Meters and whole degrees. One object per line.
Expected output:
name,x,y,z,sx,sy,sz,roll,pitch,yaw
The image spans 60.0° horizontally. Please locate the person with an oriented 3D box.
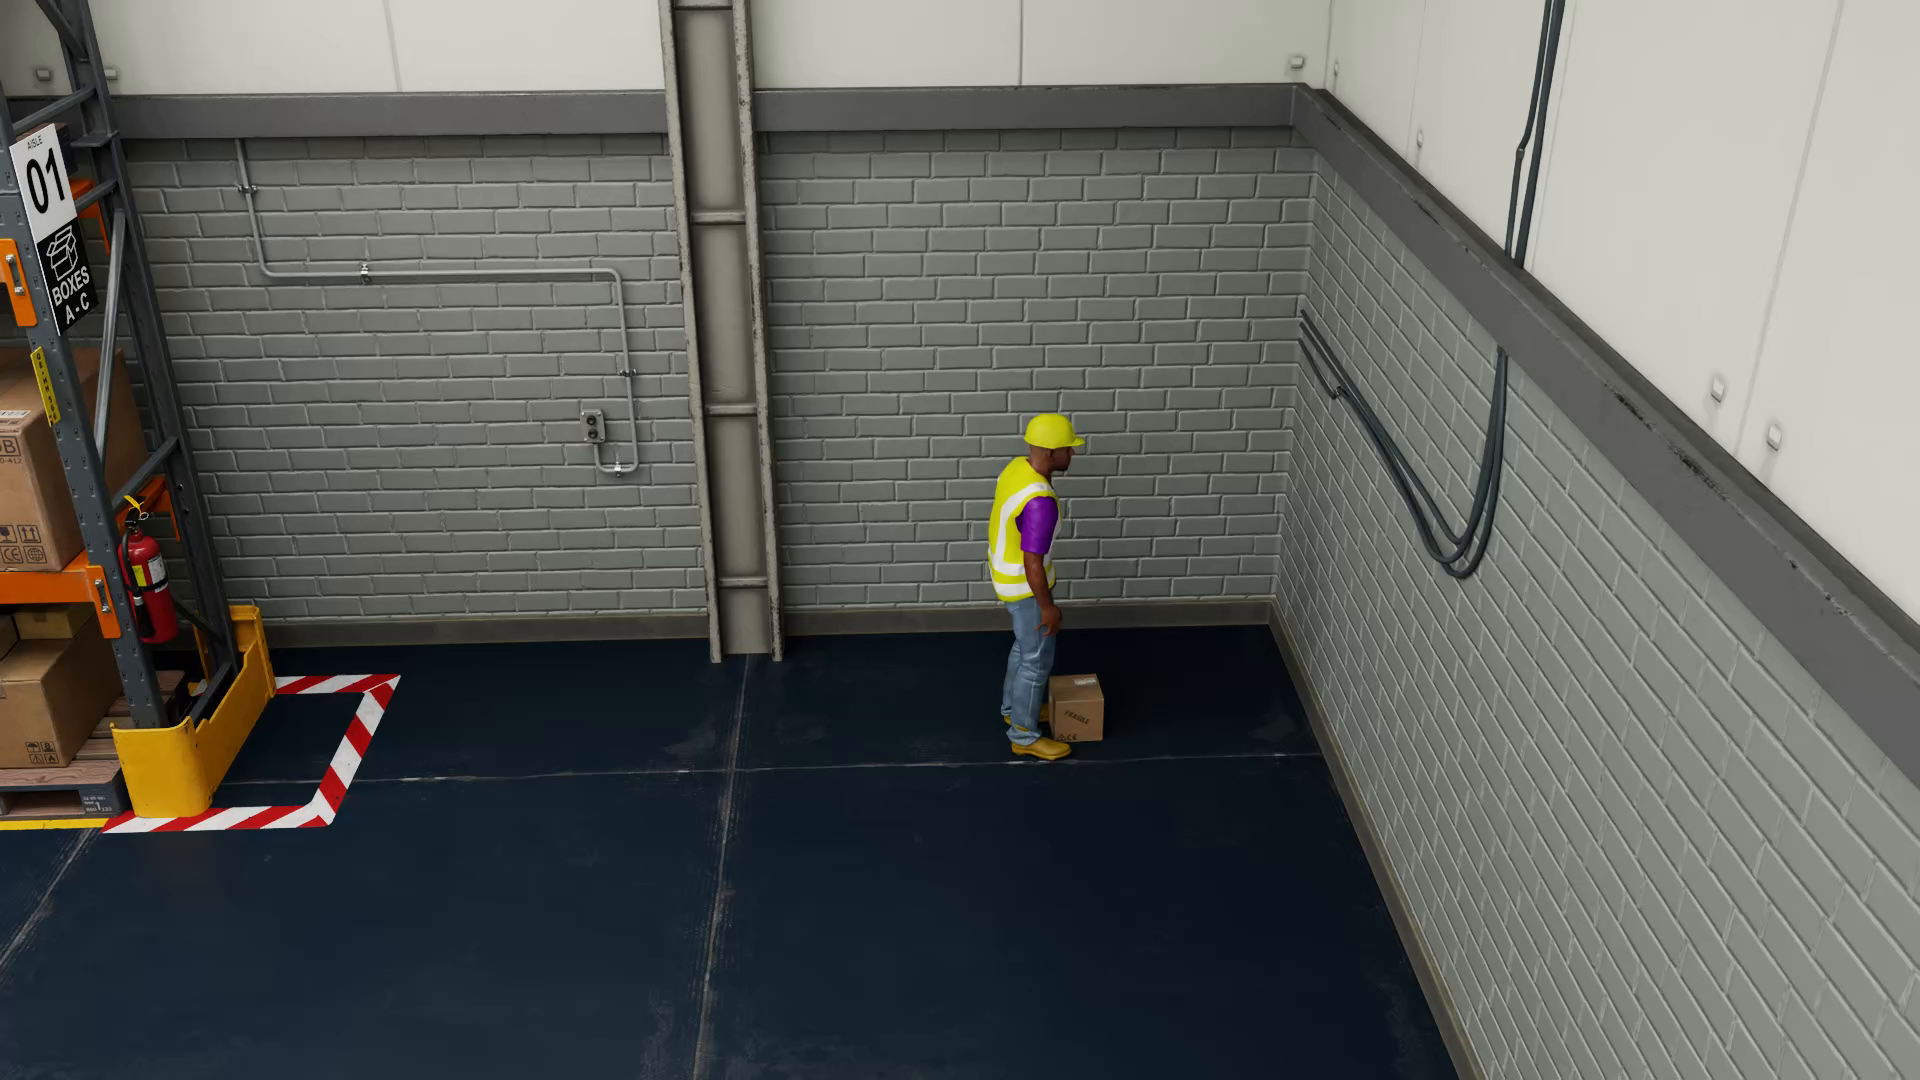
person,0.371,0.204,8.206,0.456,1.761,0.637,-2,27,-5
